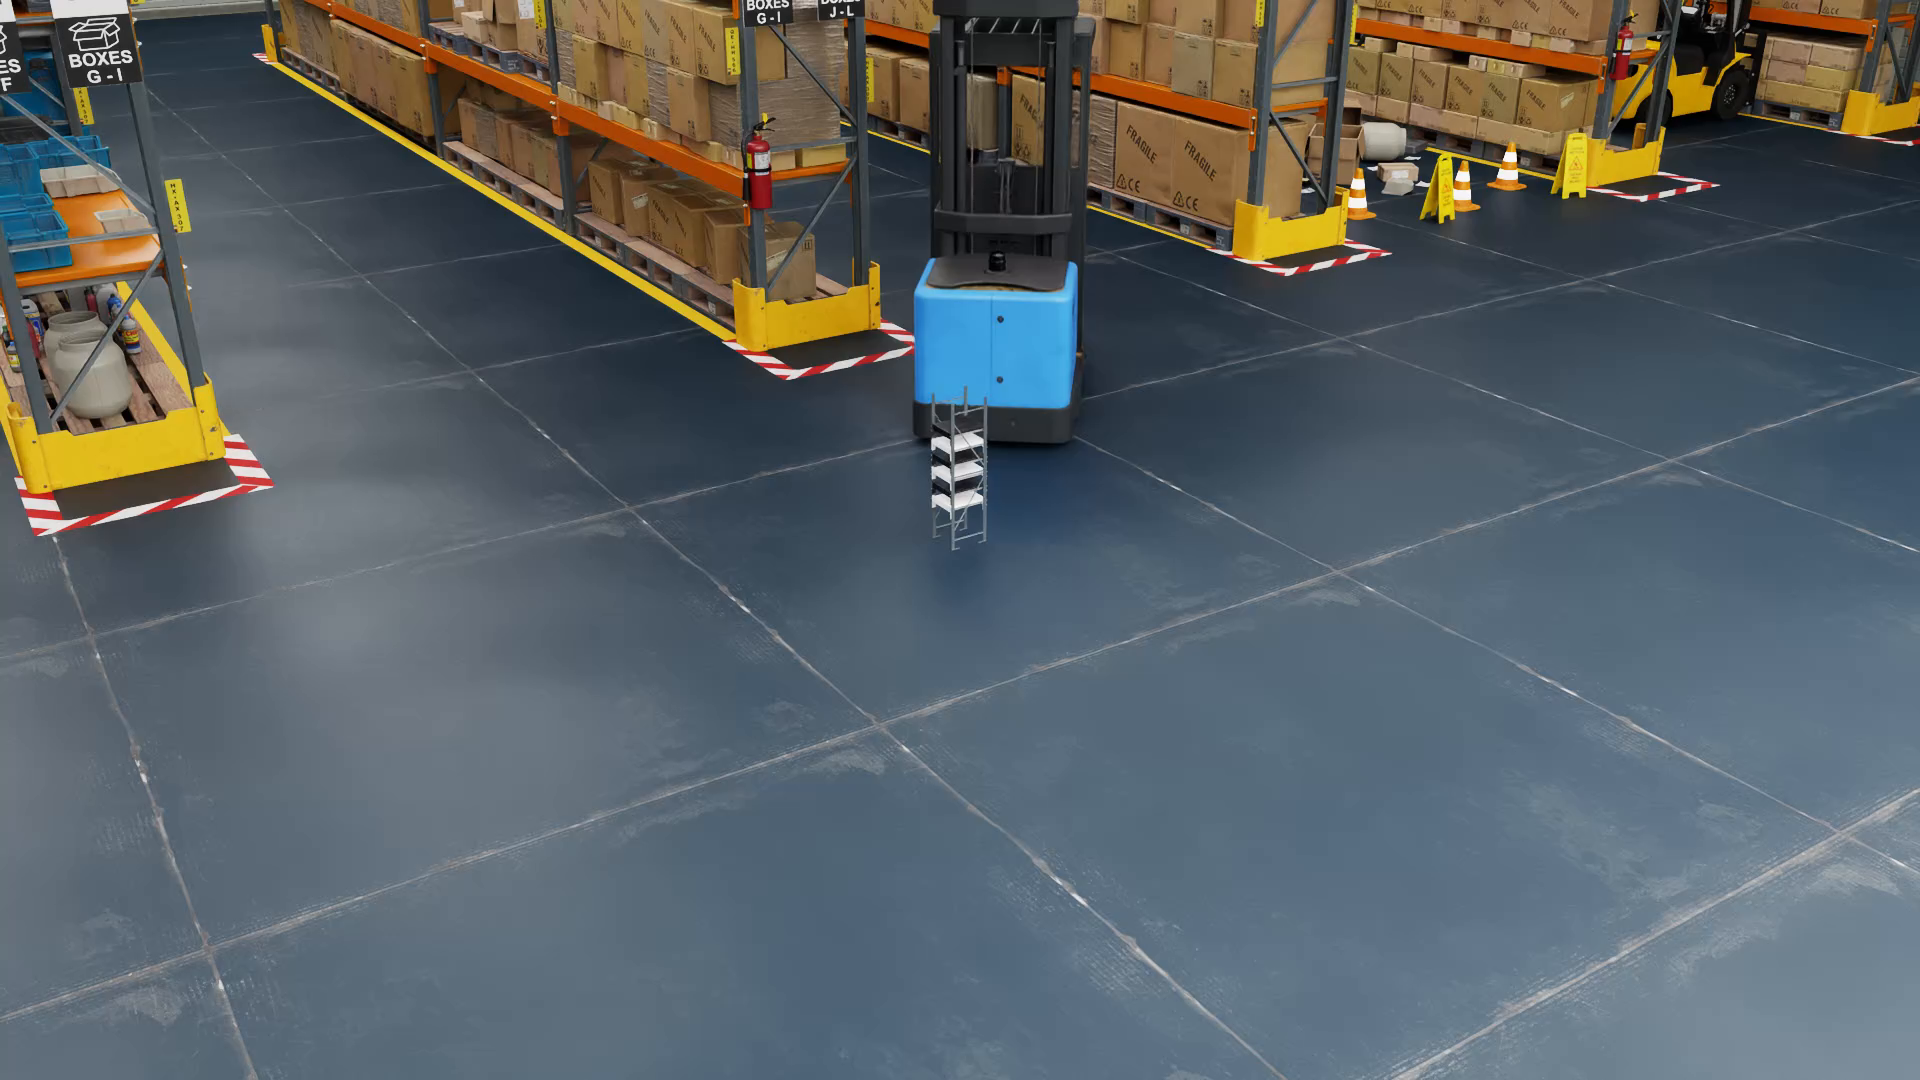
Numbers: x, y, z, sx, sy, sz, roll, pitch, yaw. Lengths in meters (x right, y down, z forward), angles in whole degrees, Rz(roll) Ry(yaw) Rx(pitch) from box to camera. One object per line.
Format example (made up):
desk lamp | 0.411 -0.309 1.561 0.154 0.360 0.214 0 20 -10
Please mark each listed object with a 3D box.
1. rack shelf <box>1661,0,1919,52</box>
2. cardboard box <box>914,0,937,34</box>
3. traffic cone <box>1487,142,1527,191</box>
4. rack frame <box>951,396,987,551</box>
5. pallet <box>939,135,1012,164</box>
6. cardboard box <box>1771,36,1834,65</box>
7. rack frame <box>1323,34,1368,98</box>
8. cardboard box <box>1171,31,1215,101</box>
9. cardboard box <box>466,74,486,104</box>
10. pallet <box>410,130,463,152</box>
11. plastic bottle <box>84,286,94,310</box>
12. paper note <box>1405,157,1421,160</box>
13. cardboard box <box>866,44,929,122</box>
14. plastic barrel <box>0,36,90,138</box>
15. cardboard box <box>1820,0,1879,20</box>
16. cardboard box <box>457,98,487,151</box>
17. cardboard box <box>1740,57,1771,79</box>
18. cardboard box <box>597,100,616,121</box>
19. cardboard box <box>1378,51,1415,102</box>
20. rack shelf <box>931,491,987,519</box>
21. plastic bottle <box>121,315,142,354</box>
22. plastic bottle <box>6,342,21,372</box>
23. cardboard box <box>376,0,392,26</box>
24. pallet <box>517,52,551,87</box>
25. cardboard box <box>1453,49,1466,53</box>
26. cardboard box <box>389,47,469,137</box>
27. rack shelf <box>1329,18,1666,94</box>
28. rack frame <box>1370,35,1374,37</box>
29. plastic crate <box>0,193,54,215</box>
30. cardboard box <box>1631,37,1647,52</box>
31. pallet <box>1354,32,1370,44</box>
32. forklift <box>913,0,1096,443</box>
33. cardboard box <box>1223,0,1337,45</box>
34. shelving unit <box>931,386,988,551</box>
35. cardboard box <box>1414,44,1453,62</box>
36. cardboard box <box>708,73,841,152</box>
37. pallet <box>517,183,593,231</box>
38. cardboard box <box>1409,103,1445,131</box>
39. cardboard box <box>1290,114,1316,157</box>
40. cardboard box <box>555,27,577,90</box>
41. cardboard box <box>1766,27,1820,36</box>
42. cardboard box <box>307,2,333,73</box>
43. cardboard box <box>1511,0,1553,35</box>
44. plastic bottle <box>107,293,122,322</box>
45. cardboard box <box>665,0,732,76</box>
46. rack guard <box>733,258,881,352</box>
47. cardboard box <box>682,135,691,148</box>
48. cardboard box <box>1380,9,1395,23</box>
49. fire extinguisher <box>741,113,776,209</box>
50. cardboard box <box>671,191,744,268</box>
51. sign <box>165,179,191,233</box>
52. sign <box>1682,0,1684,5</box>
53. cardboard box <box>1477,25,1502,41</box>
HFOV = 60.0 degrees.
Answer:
rack shelf | 10.213 -6.825 21.536 1.077 0.370 4.000 -16 29 -30
cardboard box | -0.188 -6.049 18.932 0.500 0.500 0.500 -15 29 -29
traffic cone | 5.833 -3.983 17.644 0.336 0.463 0.334 -16 29 -30
rack frame | 0.051 -0.373 9.487 0.240 0.900 0.006 -16 29 -30
pallet | 0.388 -4.515 19.067 1.003 0.211 1.213 -16 29 -30
cardboard box | 10.509 -6.107 20.730 0.500 0.250 0.500 -15 29 -29
rack frame | 4.965 -6.707 20.444 1.000 3.000 0.127 -16 29 -30
cardboard box | 2.497 -4.469 15.526 0.875 0.550 0.550 -16 29 -30
cardboard box | -5.131 -5.004 18.370 0.500 0.250 0.500 -14 29 -28
pallet | -5.889 -4.867 19.813 1.003 0.211 1.213 -16 29 -30
plastic bottle | -6.686 -1.834 12.787 0.061 0.283 0.133 -16 29 -30
paper note | 5.155 -4.353 18.935 0.148 0.019 0.142 18 31 33
cardboard box | -0.574 -5.570 20.179 1.050 0.750 0.750 -15 29 -29
plastic barrel | -7.445 -3.679 13.443 0.600 0.901 0.708 -16 29 -30
cardboard box | 10.817 -6.595 20.089 0.500 0.500 0.500 -16 30 -31
cardboard box | -5.139 -4.662 18.525 0.700 0.500 0.500 -17 30 -32
cardboard box | 10.213 -6.070 21.238 0.500 0.250 0.500 -16 30 -31
cardboard box | -2.941 -3.776 14.529 0.380 0.149 0.250 -16 29 -30
cardboard box | 5.363 -5.530 19.802 0.500 0.500 0.500 -14 29 -28
rack shelf | -0.004 -0.217 9.655 0.258 0.077 0.200 -16 29 -30
plastic bottle | -6.033 -1.499 12.093 0.097 0.271 0.097 0 25 0
plastic bottle | -6.674 -1.301 11.755 0.097 0.201 0.097 0 25 0
cardboard box | -6.552 -6.357 19.586 0.500 0.500 0.500 -17 30 -31
pallet | -3.634 -4.618 16.244 1.003 0.211 1.213 -16 29 -30
cardboard box | 5.792 -5.662 20.081 0.500 0.500 0.500 -15 29 -29
cardboard box | -5.881 -5.309 19.480 1.225 0.875 0.875 -17 30 -32
rack shelf | 6.057 -5.667 19.083 1.077 0.370 4.000 -16 29 -30
rack frame | 6.938 -9.296 25.928 1.000 3.000 0.127 -16 29 -30
plastic crate | -6.178 -2.089 10.835 0.499 0.251 0.408 -16 29 -30
cardboard box | 7.136 -5.333 17.827 0.380 0.149 0.250 -15 29 -29
pallet | 6.562 -8.311 27.108 1.003 0.211 1.213 -16 29 -30
forklift | 0.363 -2.556 11.731 1.130 2.935 3.031 3 25 6
cardboard box | 2.886 -4.785 14.931 0.875 0.550 0.550 -16 29 -30
shelving unit | -0.004 -0.410 9.564 0.258 0.900 0.210 -16 29 -30
cardboard box | 5.510 -5.675 19.348 0.380 0.149 0.250 -14 29 -27
cardboard box | -1.432 -3.350 12.867 0.875 0.500 0.500 -16 29 -30
pallet | -3.764 -3.415 16.737 1.003 0.211 1.213 -16 29 -30
cardboard box | 5.653 -5.002 19.562 0.500 0.250 0.500 -16 30 -30
cardboard box | 3.551 -4.580 18.703 0.797 0.637 0.503 -16 29 -30
cardboard box | -3.144 -4.402 15.096 0.875 0.500 0.500 -16 29 -30
cardboard box | 10.662 -6.409 21.369 0.500 0.250 0.500 -16 30 -30
cardboard box | -8.490 -7.065 23.199 0.875 0.875 0.875 -16 29 -30
cardboard box | 6.352 -5.766 17.986 0.500 0.500 0.500 -15 29 -29
plastic bottle | -6.385 -1.730 12.582 0.097 0.271 0.097 0 25 0
cardboard box | -1.940 -3.916 12.894 0.500 0.500 0.500 -16 29 -30
rack guard | -1.196 -1.864 13.113 1.175 0.500 0.348 -16 29 -30
cardboard box | -2.024 -3.266 13.450 0.380 0.149 0.250 -16 29 -30
cardboard box | 5.220 -6.240 19.749 0.380 0.149 0.250 -16 29 -30
fire extinguisher | -1.478 -2.784 12.224 0.296 0.674 0.183 -16 29 -30
cardboard box | -2.162 -2.688 14.367 0.500 0.500 0.500 -13 28 -25
sign | -4.841 -2.065 10.286 0.100 0.325 0.005 -16 29 -30
sign | 7.603 -5.795 17.497 0.100 0.325 0.005 -16 29 -30
cardboard box | 6.008 -5.688 18.580 0.380 0.149 0.250 -16 30 -30
